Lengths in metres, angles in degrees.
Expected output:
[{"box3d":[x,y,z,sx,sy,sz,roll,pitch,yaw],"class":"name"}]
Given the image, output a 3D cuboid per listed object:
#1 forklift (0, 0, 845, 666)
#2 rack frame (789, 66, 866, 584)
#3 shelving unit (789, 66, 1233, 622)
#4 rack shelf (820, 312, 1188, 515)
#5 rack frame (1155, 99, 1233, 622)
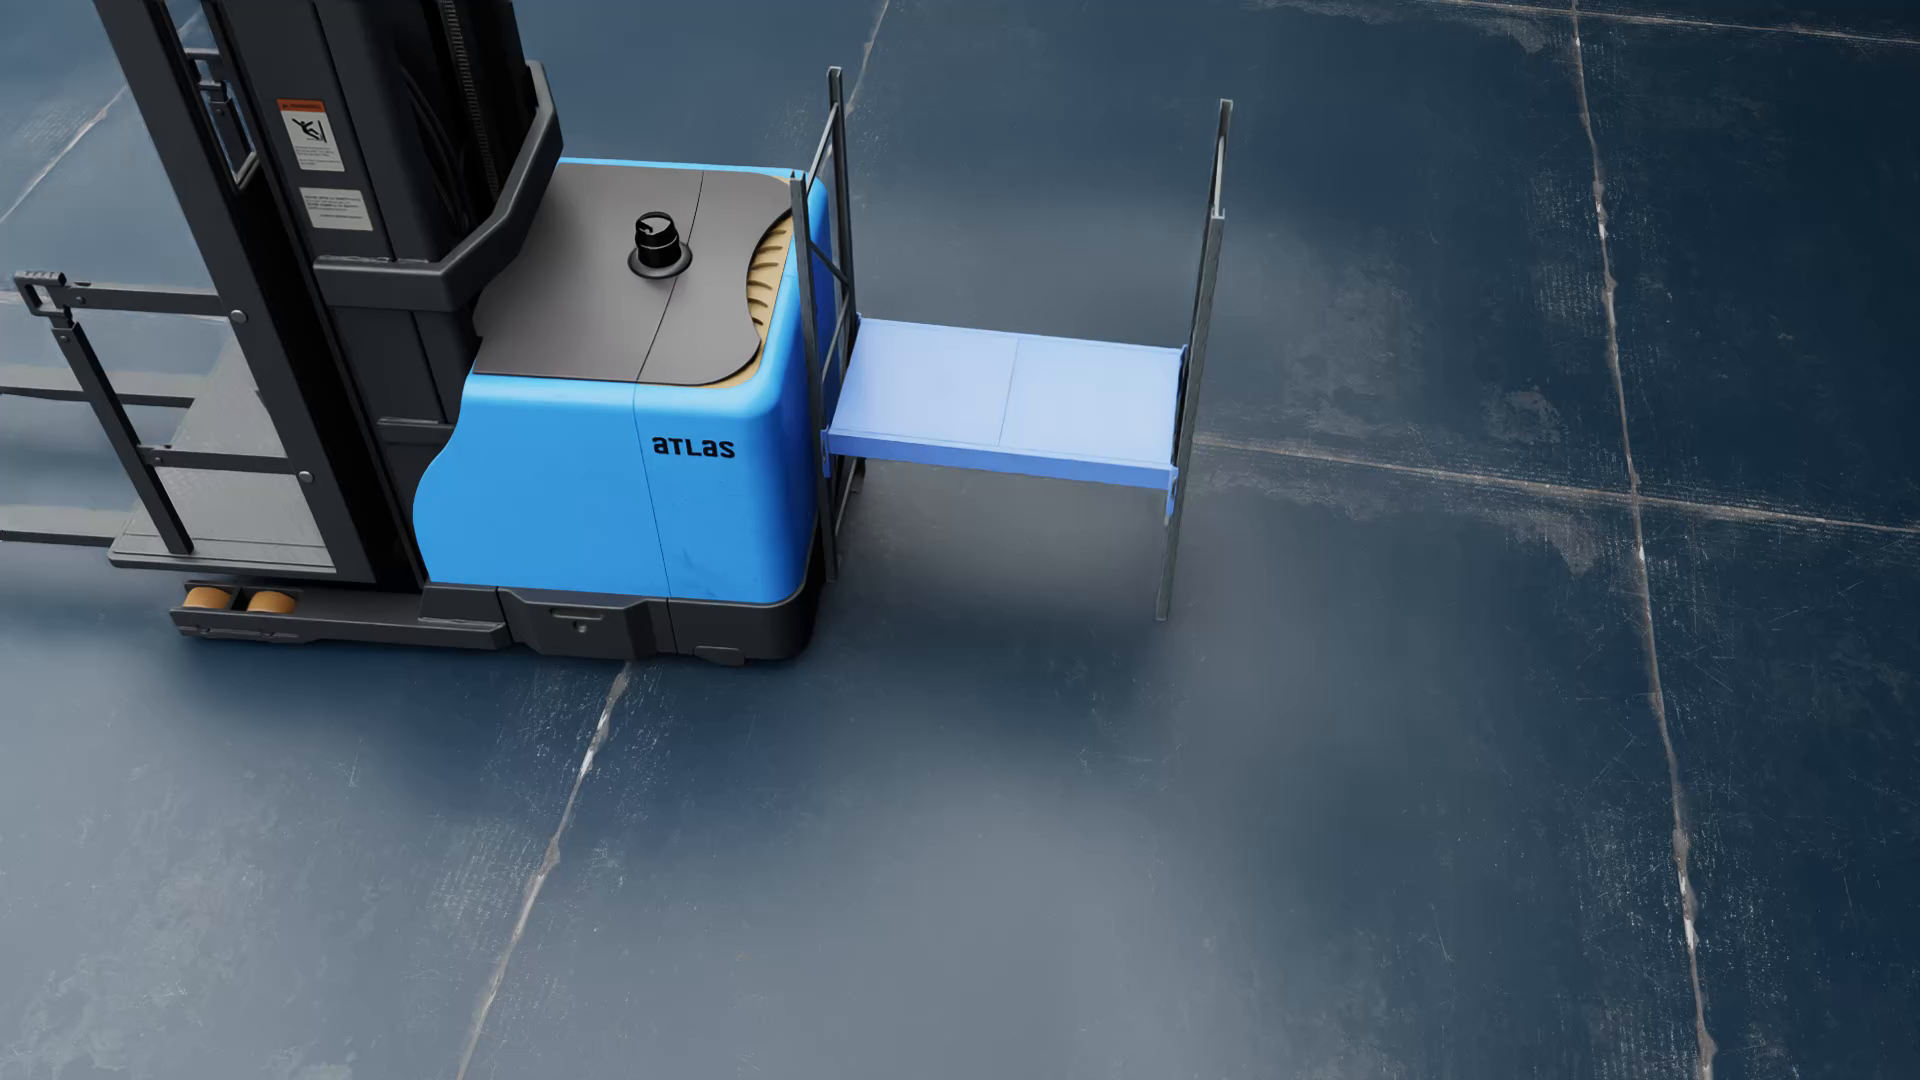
[{"box3d":[-1.911,-1.060,4.232,3.031,2.935,1.130,4,48,3],"class":"forklift"},{"box3d":[-0.361,-0.551,4.737,0.032,1.500,0.500,6,48,6],"class":"rack frame"},{"box3d":[0.141,-0.495,4.687,1.048,1.500,0.538,6,48,6],"class":"shelving unit"},{"box3d":[0.141,-0.375,4.820,1.000,0.185,0.538,6,48,6],"class":"rack shelf"},{"box3d":[0.644,-0.439,4.636,0.032,1.500,0.500,6,48,6],"class":"rack frame"}]
